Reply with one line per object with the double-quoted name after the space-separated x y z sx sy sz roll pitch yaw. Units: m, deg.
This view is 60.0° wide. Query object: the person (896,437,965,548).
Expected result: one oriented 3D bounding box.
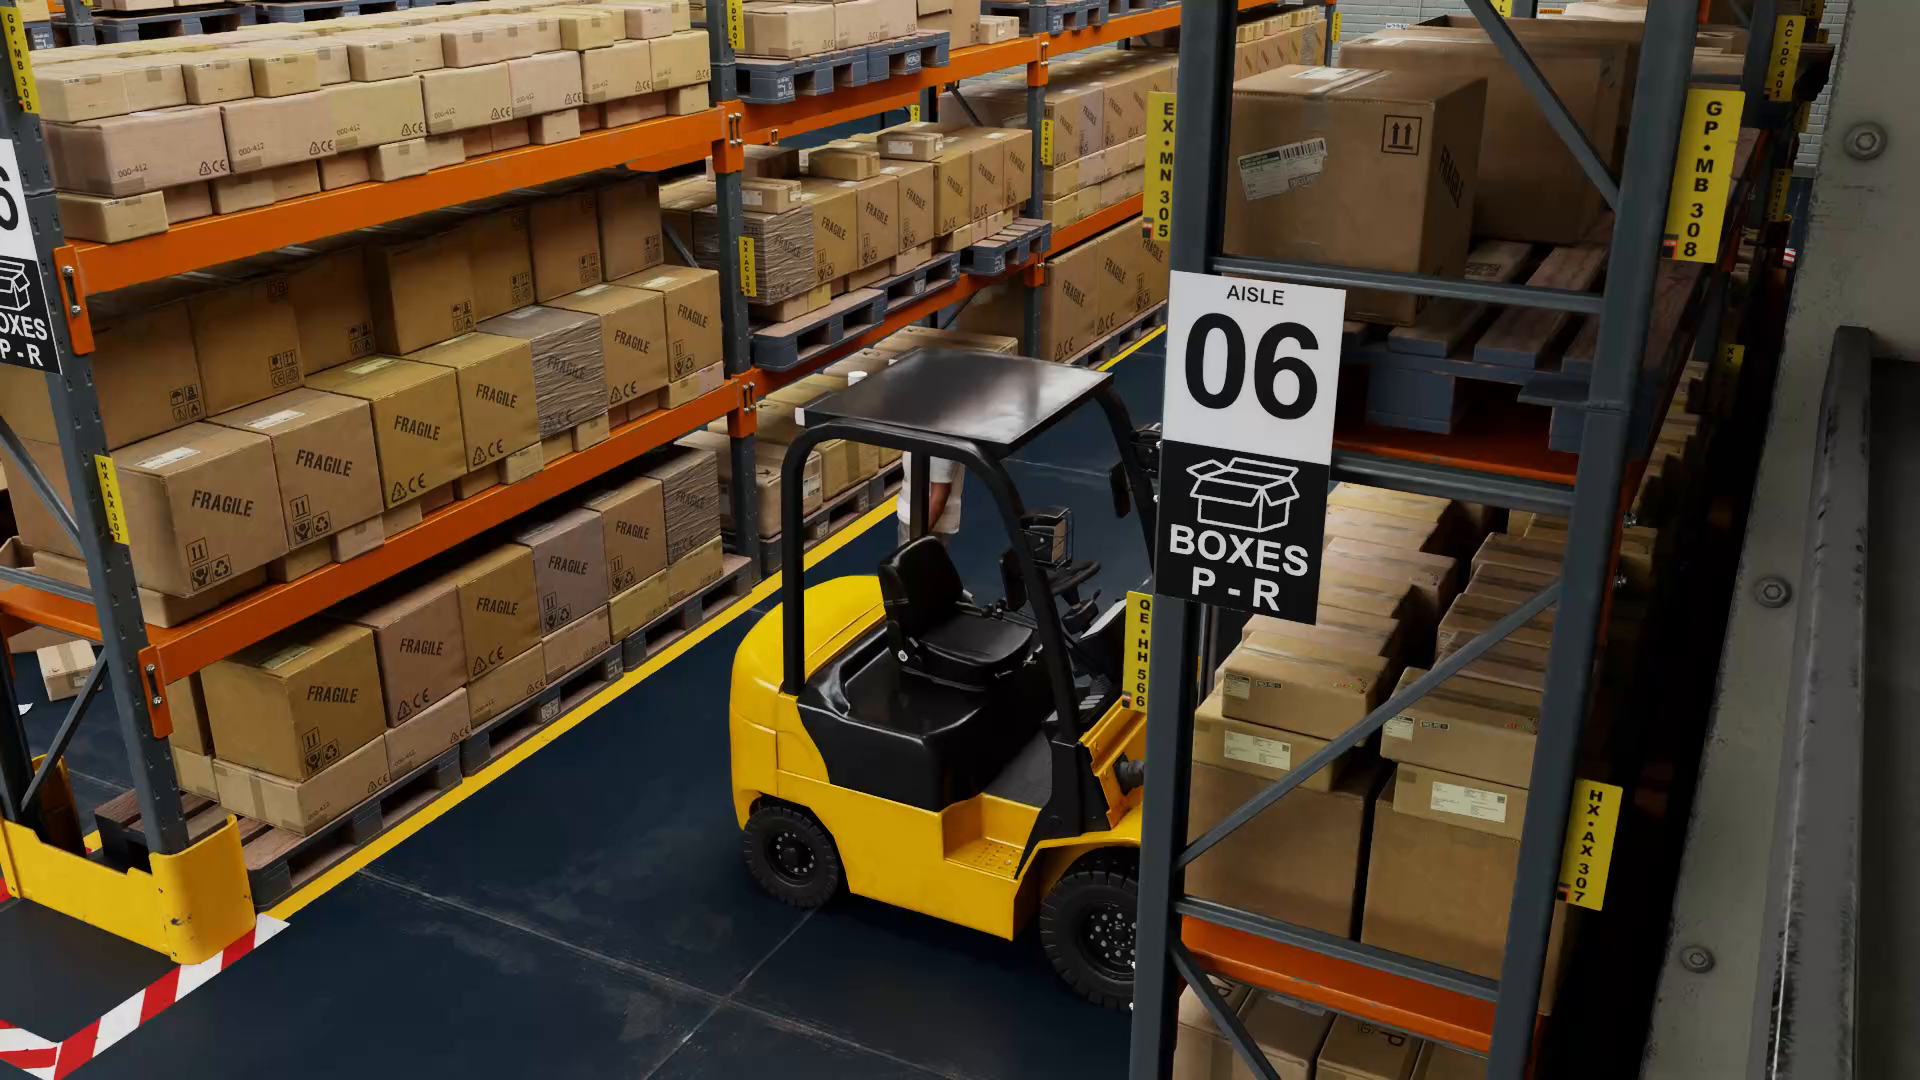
-0.250 -0.103 8.500 0.576 1.779 0.655 -1 23 -2 "person"
